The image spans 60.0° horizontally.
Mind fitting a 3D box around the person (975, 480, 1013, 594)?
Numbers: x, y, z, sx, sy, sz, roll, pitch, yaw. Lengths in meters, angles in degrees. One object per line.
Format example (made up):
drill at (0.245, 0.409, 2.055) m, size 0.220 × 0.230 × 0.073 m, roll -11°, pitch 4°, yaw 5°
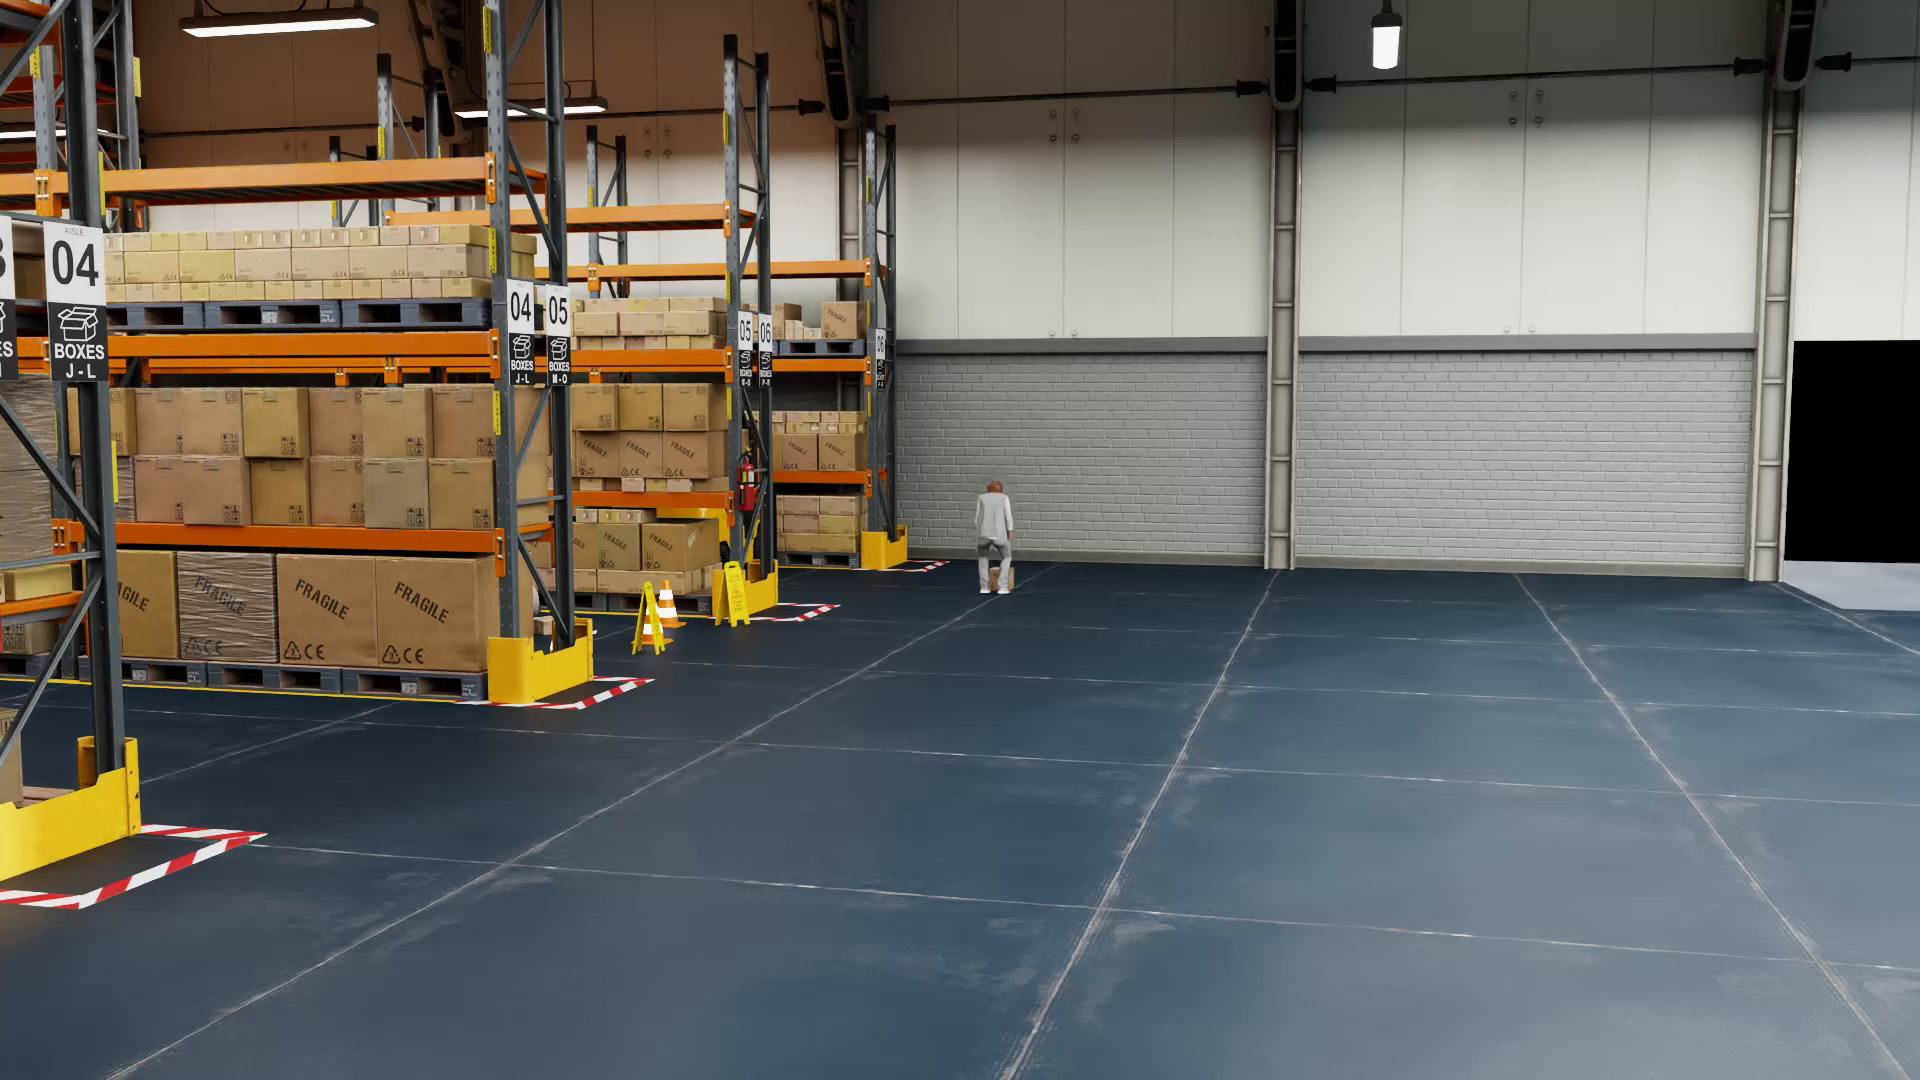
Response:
person at (0.375, -0.029, 19.539) m, size 0.462 × 1.325 × 0.640 m, roll 1°, pitch 5°, yaw 14°
